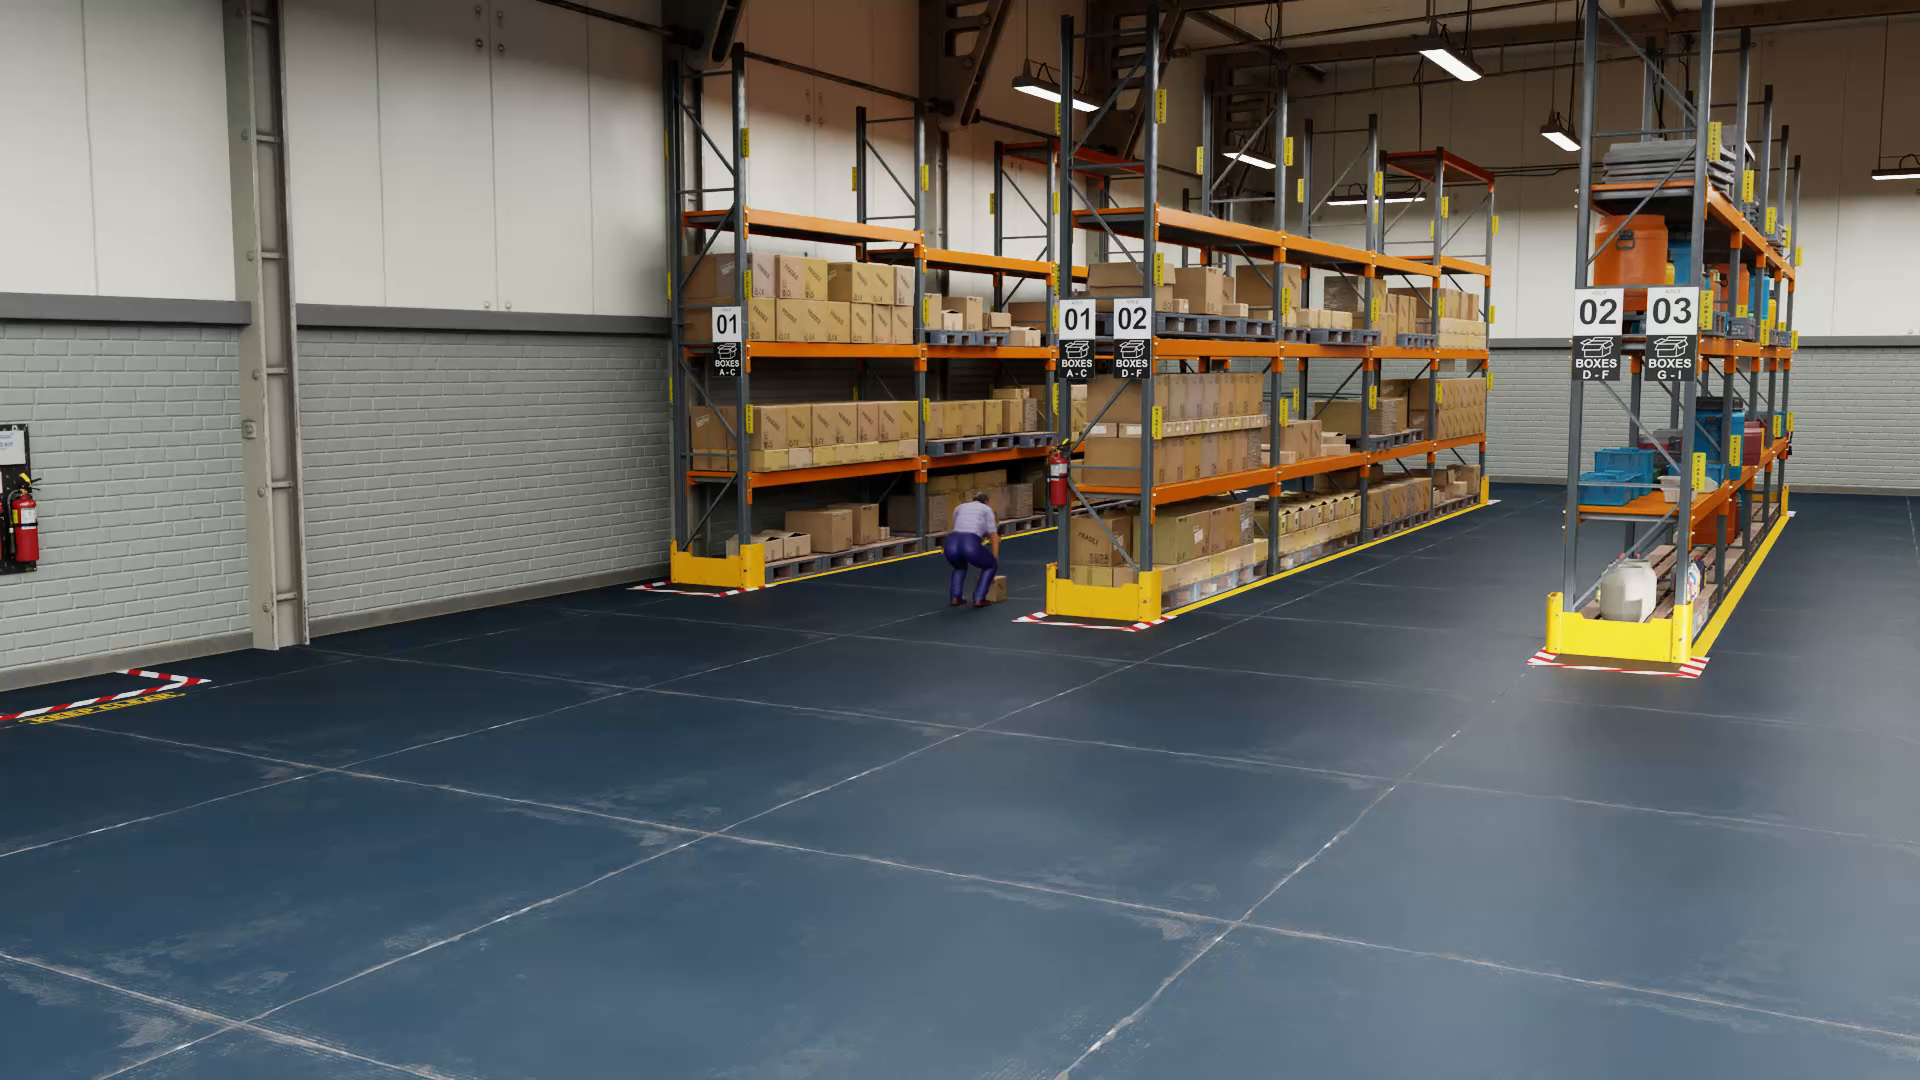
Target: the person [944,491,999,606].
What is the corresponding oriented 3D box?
[{"bbox_3d":[0.101,0.096,17.707,0.536,1.197,0.741,3,7,29],"label":"person"}]
